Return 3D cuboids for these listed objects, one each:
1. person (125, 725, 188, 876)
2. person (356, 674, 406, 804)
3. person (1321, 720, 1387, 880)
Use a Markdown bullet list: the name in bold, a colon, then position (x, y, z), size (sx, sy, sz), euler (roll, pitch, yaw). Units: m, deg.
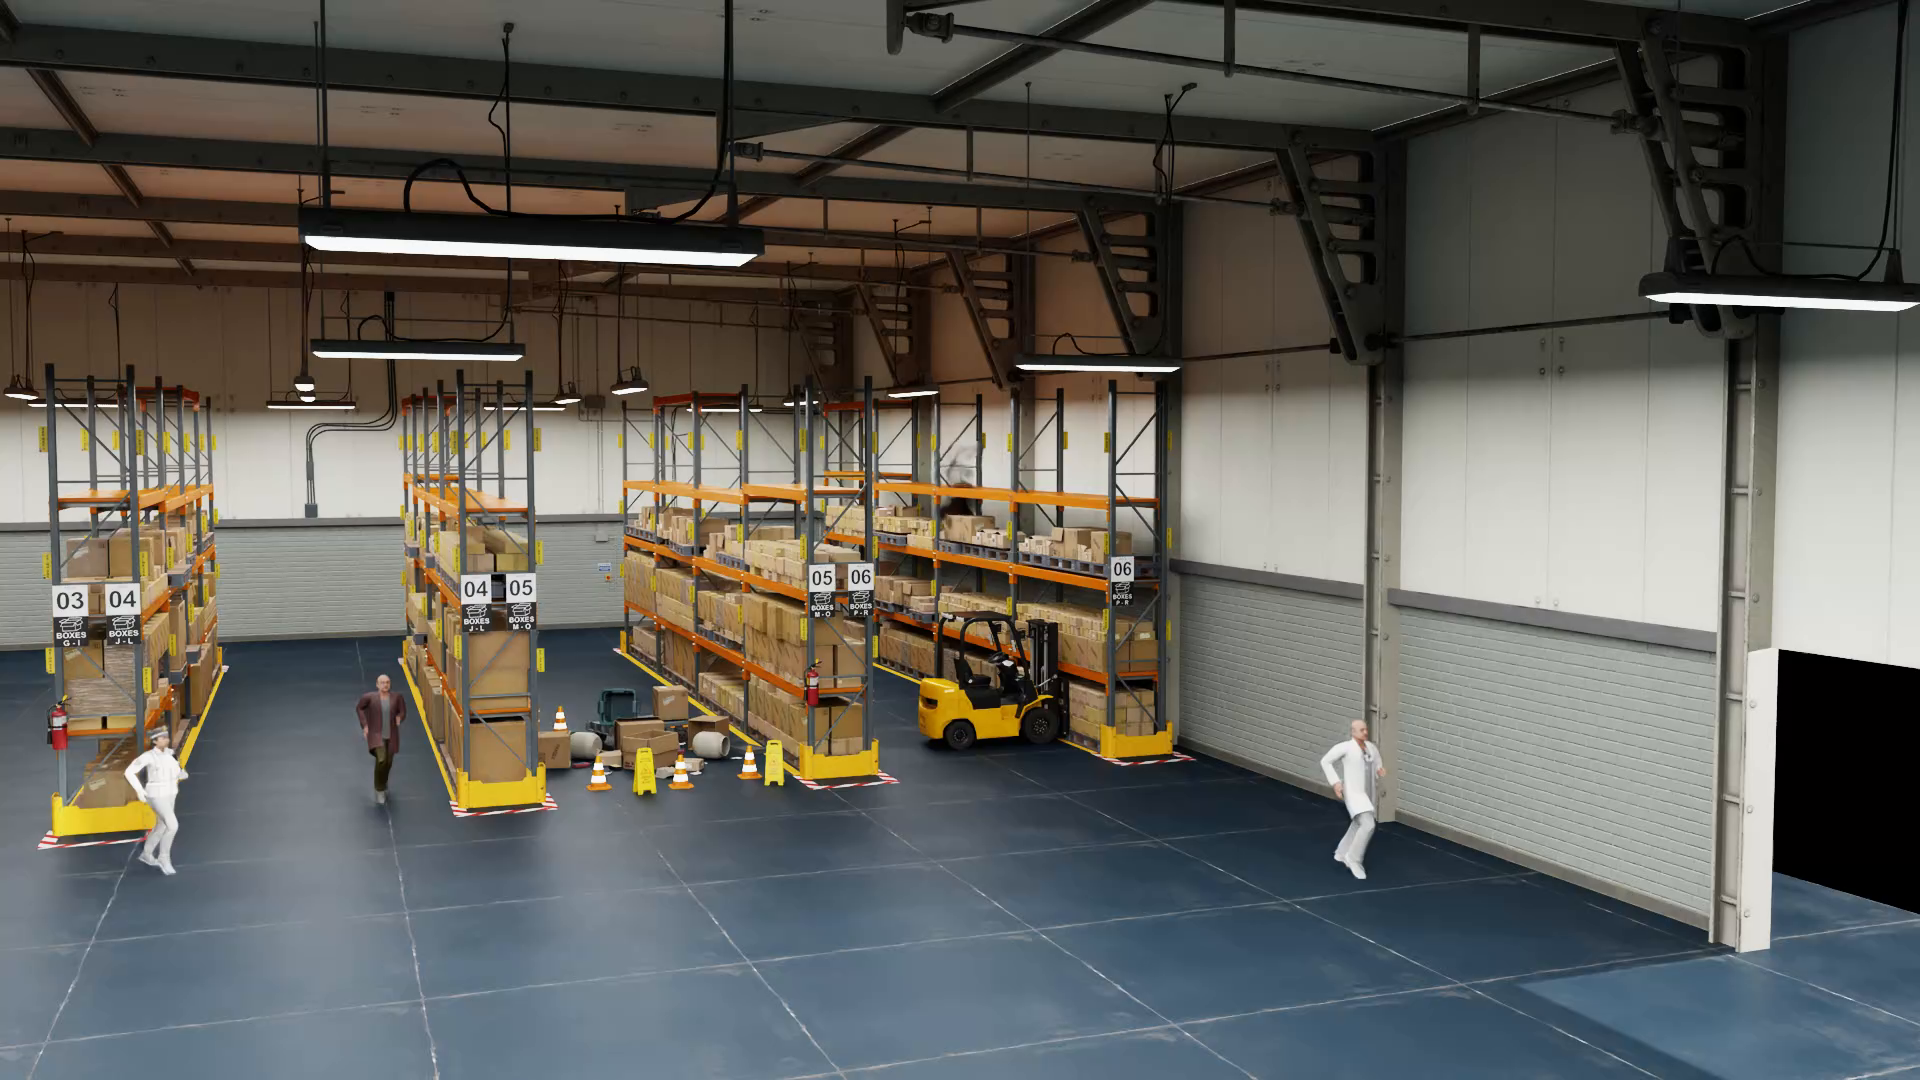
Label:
- **person**: position (-9.303, 3.028, 19.378), size (0.726, 1.746, 0.576), euler (1, 3, 13)
- **person**: position (-8.063, 2.820, 23.269), size (0.610, 1.719, 0.907), euler (-3, 4, -37)
- **person**: position (4.619, 2.994, 19.247), size (0.671, 1.823, 0.798), euler (-2, 4, -35)
